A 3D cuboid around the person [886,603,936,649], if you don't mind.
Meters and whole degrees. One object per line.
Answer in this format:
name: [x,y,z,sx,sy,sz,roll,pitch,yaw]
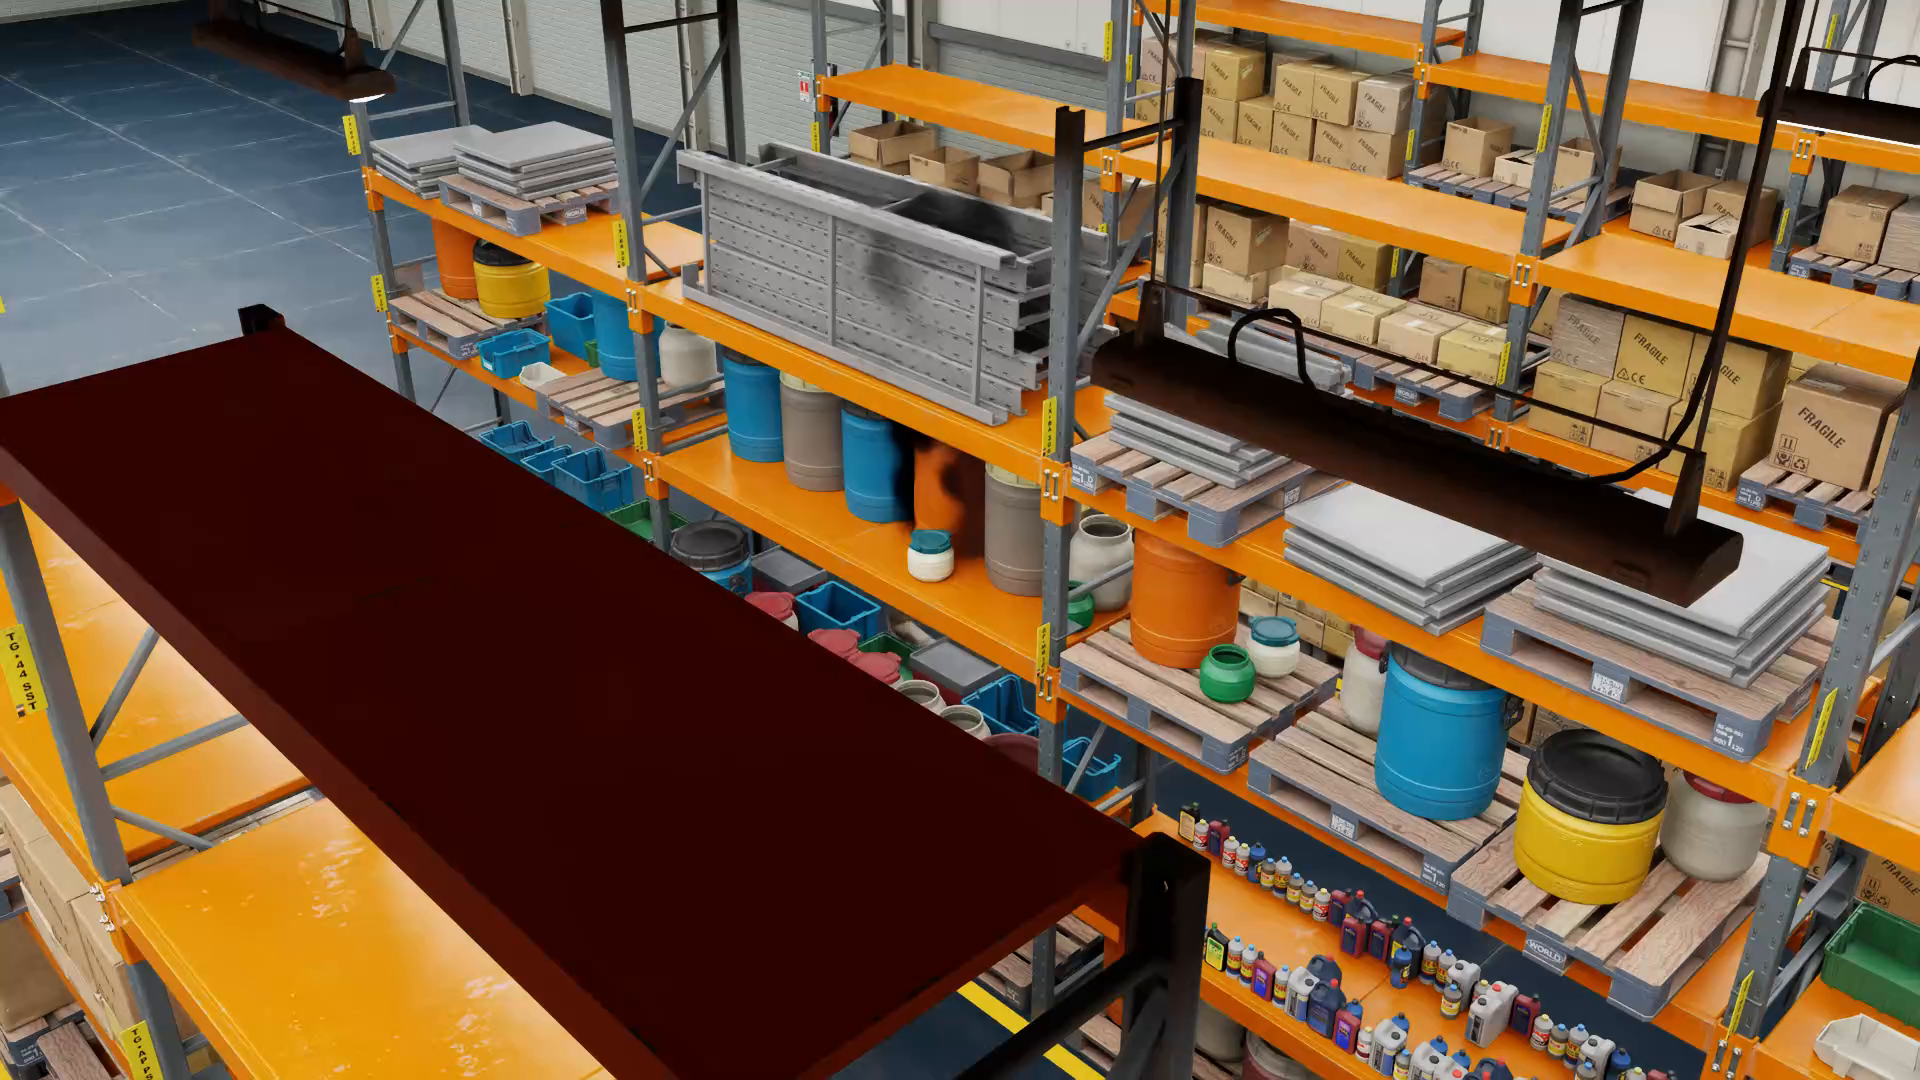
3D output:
person: [-0.421,0.397,14.350,0.861,1.724,0.663,21,35,34]
